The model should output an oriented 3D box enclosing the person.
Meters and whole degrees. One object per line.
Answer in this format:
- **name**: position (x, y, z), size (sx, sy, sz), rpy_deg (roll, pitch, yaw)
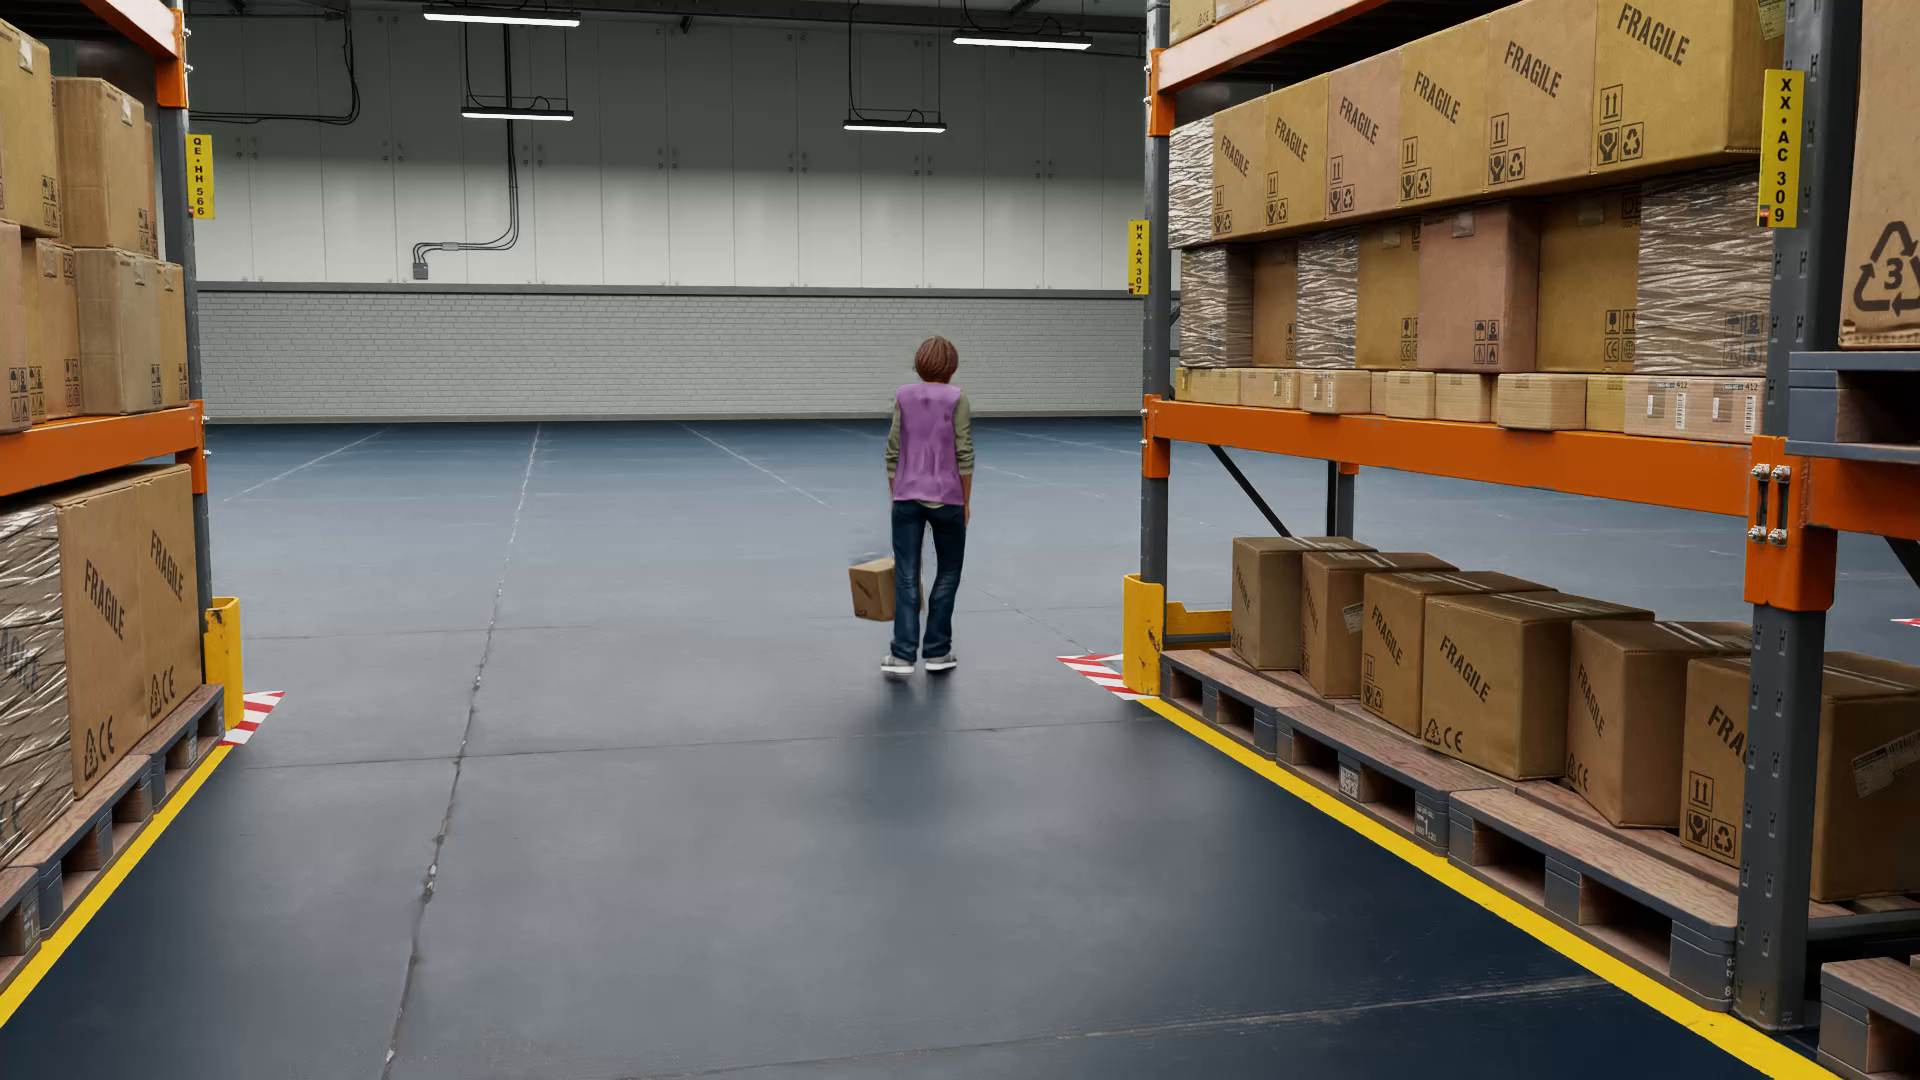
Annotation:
- **person**: position (-0.152, -0.158, 7.806), size (0.442, 1.586, 0.521), rpy_deg (1, 6, 12)
